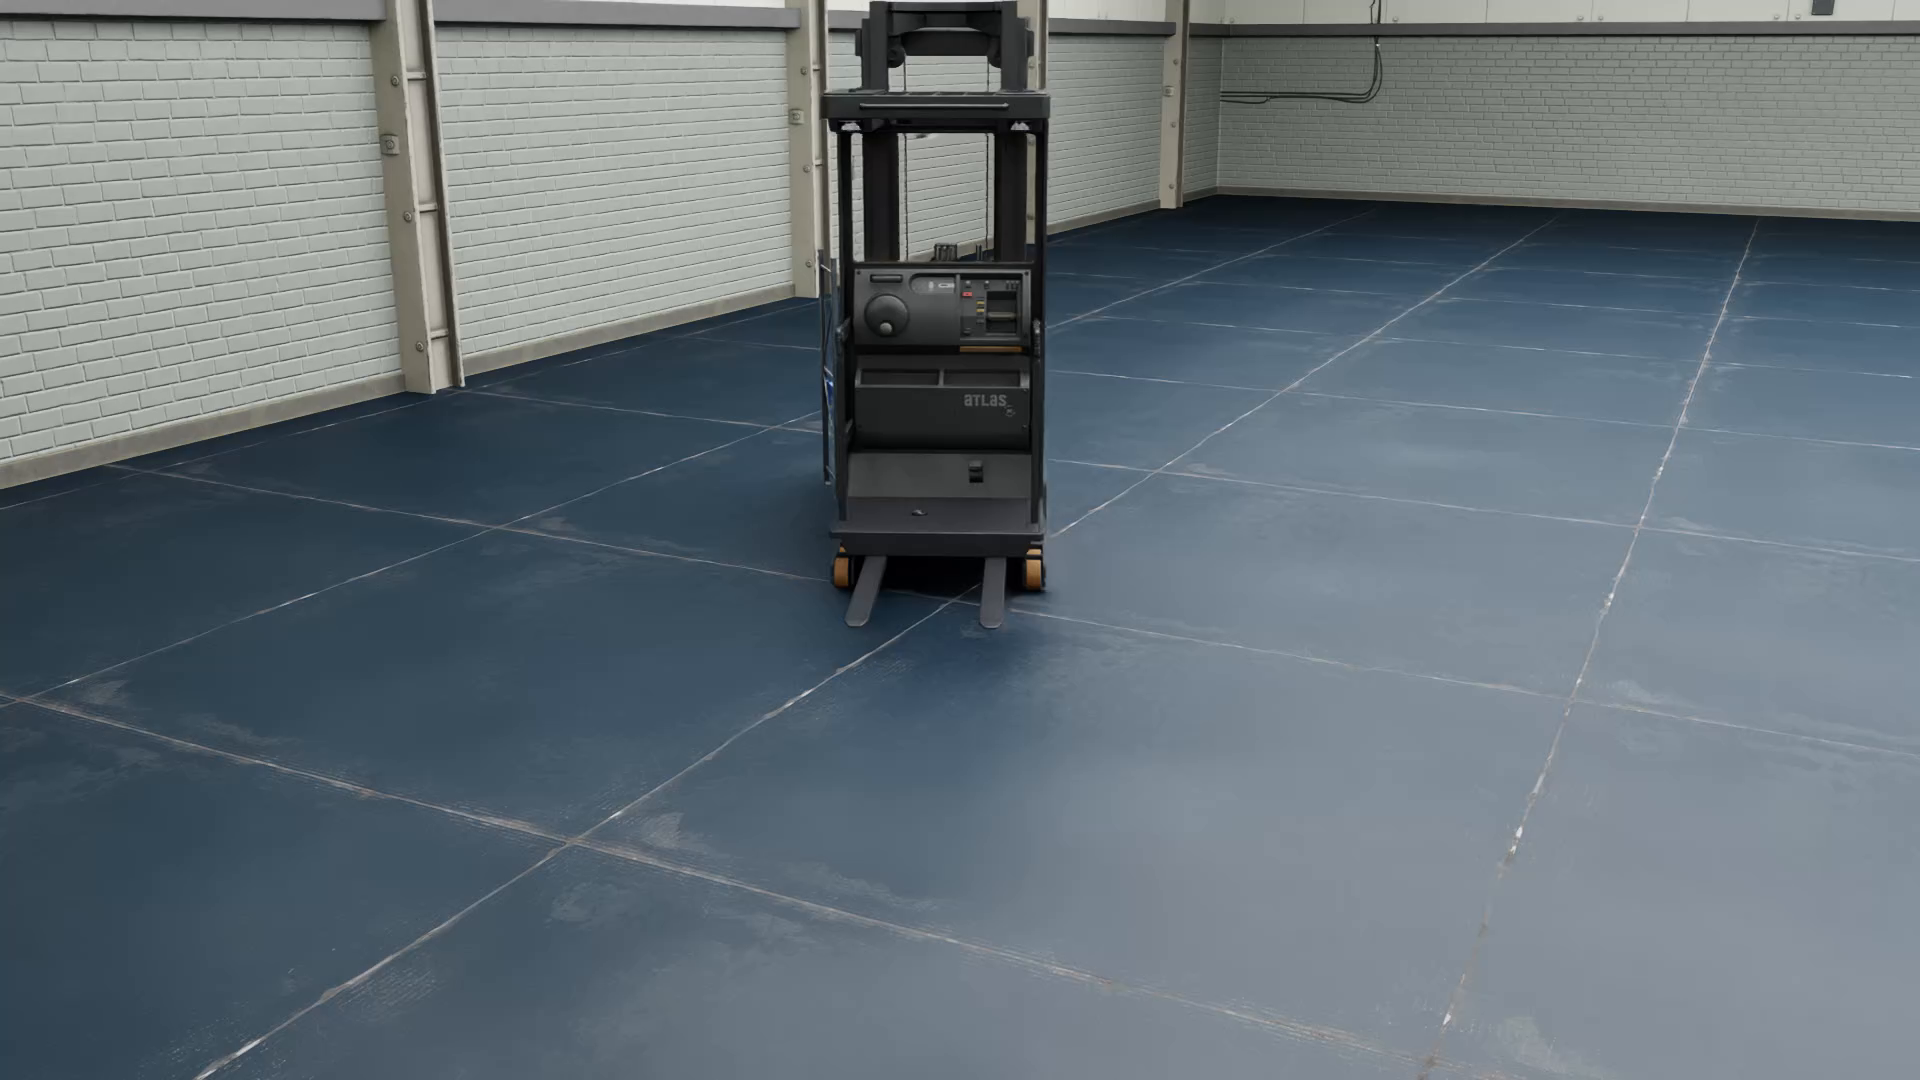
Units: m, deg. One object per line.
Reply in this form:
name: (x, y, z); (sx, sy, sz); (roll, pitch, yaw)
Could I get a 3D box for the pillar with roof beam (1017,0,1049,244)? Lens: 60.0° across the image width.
pillar with roof beam: (4.867, -8.080, 20.922); (9.100, 9.000, 0.400); (8, 18, 25)

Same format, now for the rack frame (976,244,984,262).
rack frame: (0.177, -1.099, 10.592); (0.032, 1.500, 0.500); (-4, 17, -13)

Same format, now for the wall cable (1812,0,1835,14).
wall cable: (14.682, -11.156, 25.308); (2.305, 6.003, 0.169); (8, 18, 25)

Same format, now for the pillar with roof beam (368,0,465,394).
pillar with roof beam: (-0.495, -5.023, 10.631); (9.100, 9.000, 0.400); (8, 18, 25)

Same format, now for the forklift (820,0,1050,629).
forklift: (-0.100, -1.233, 8.530); (1.130, 2.935, 3.031); (1, 17, 2)

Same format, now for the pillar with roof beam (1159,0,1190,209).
pillar with roof beam: (7.548, -9.608, 26.068); (9.100, 9.000, 0.400); (8, 18, 25)

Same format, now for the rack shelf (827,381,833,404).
rack shelf: (-0.317, -0.892, 10.525); (1.000, 0.185, 0.538); (-4, 17, -13)

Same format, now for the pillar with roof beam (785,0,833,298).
pillar with roof beam: (2.186, -6.551, 15.777); (9.100, 9.000, 0.400); (8, 18, 25)

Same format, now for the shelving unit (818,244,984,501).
shelving unit: (-0.317, -1.065, 10.474); (1.048, 1.500, 0.538); (-4, 17, -13)

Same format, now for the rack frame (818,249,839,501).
rack frame: (-0.810, -1.030, 10.357); (0.032, 1.500, 0.500); (-4, 17, -13)

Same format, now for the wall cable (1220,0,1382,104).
wall cable: (6.196, -9.249, 30.314); (3.097, 2.526, 0.112); (8, 18, 25)
